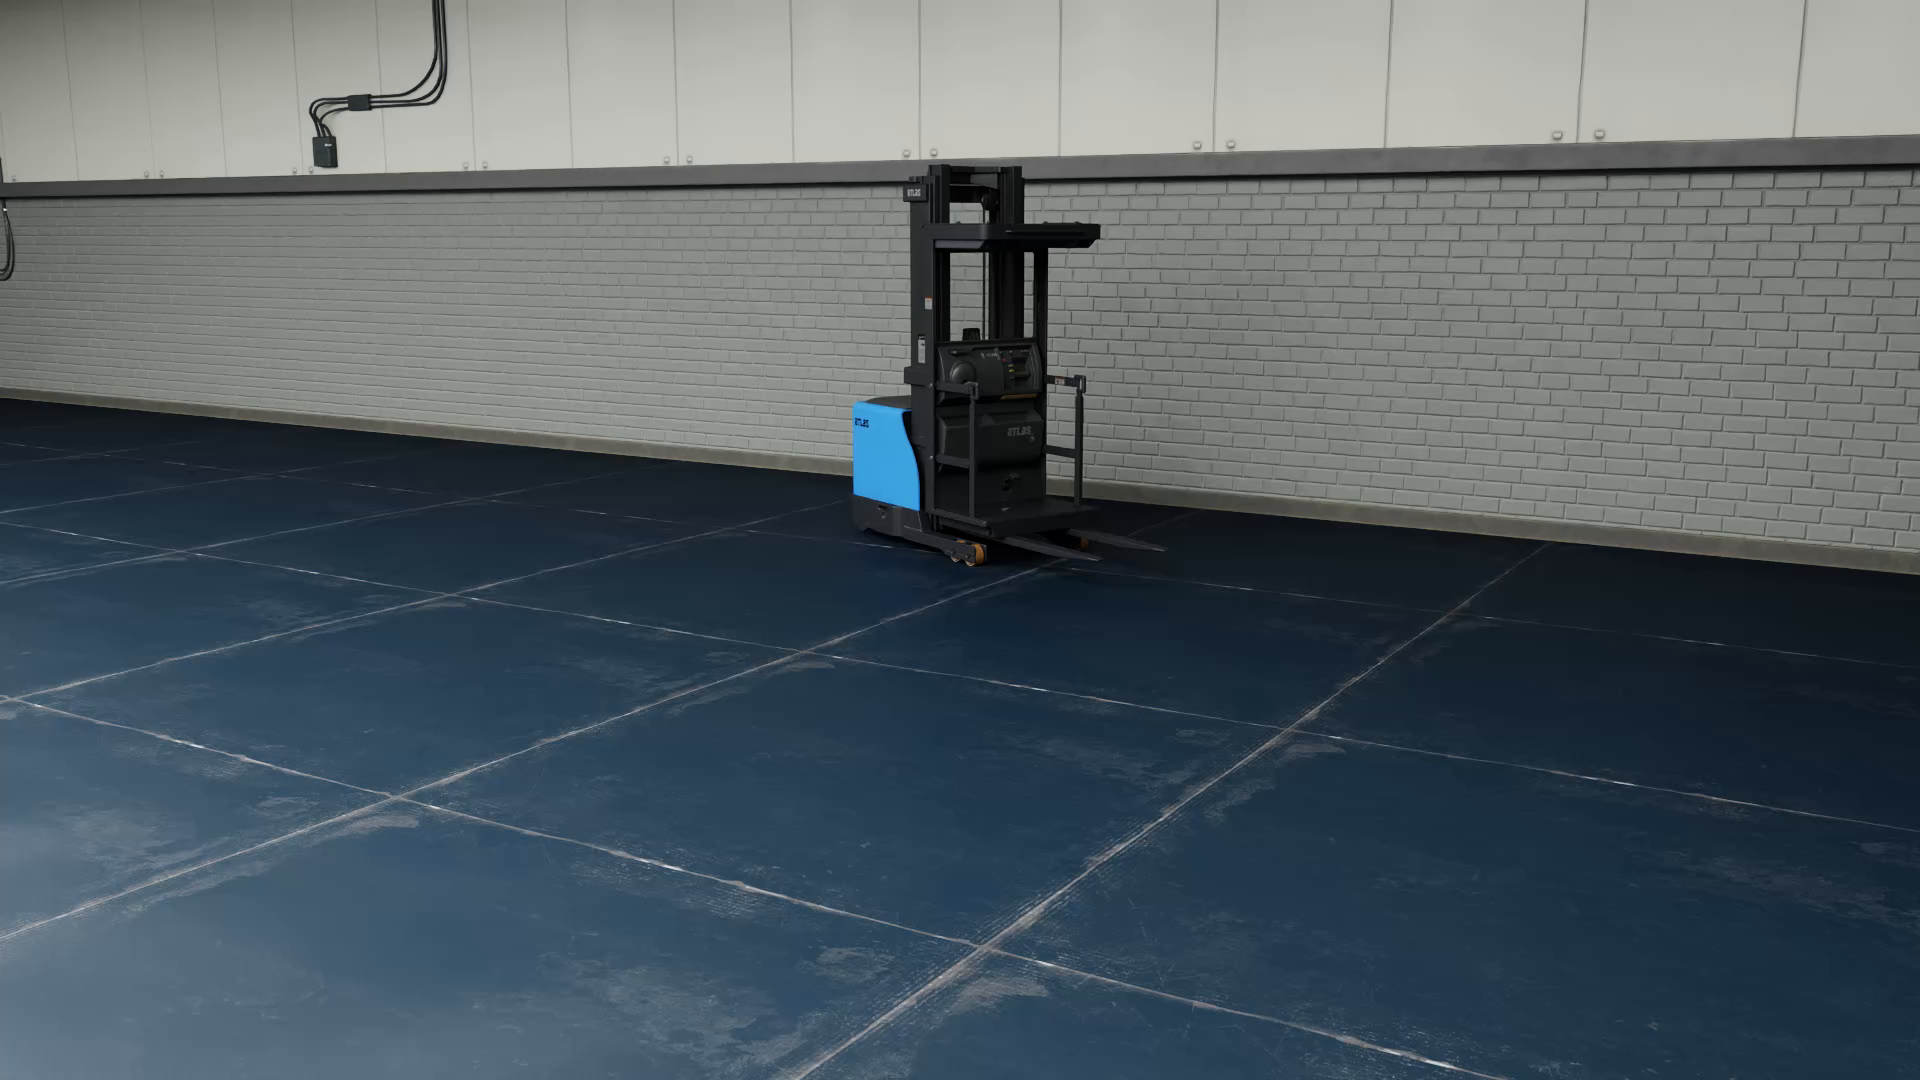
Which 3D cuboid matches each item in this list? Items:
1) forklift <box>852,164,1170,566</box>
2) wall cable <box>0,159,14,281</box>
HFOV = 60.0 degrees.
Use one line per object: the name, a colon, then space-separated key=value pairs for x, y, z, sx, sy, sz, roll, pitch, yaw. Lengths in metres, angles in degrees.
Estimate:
forklift: x=0.356 y=-1.346 z=12.592 sx=1.130 sy=2.935 sz=3.031 roll=-7 pitch=13 yaw=-34
wall cable: x=-14.930 y=-5.082 z=24.497 sx=3.097 sy=2.526 sz=0.112 roll=6 pitch=12 yaw=31
